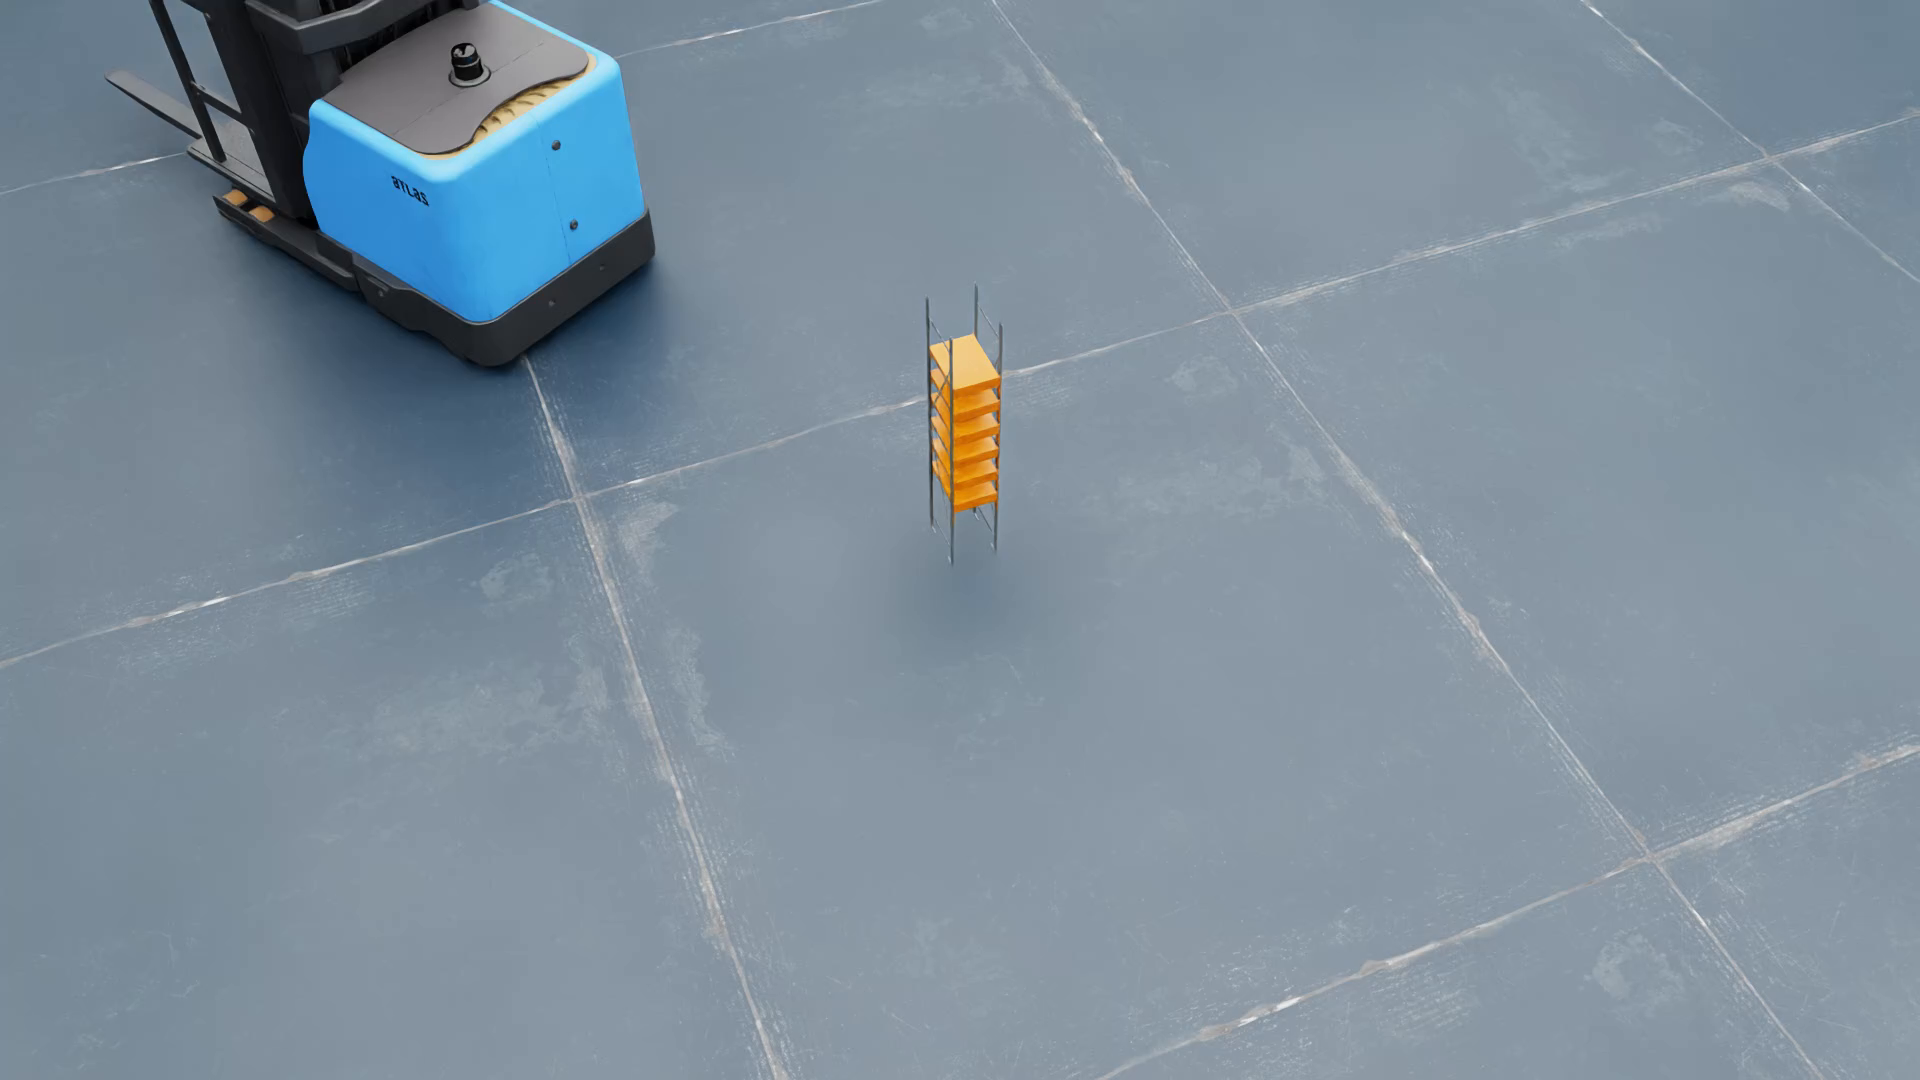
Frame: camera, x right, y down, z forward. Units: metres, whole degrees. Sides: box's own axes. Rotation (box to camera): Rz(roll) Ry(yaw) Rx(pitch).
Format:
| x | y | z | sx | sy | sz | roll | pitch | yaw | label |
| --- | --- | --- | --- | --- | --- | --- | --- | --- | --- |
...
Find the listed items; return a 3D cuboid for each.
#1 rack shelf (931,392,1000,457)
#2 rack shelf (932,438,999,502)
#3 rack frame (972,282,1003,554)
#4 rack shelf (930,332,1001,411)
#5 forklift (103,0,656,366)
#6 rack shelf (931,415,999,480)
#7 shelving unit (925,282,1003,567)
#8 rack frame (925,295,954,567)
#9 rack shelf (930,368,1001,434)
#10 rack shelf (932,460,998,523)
| x | y | z | sx | sy | sz | roll | pitch | yaw | label |
| --- | --- | --- | --- | --- | --- | --- | --- | --- | --- |
| 0.013 | -0.444 | 6.082 | 0.180 | 0.103 | 0.258 | -17 | 52 | -14 | rack shelf |
| 0.013 | -0.288 | 6.264 | 0.180 | 0.103 | 0.258 | -17 | 52 | -14 | rack shelf |
| 0.098 | -0.421 | 6.162 | 0.006 | 1.200 | 0.240 | -17 | 52 | -14 | rack frame |
| 0.013 | -0.601 | 5.900 | 0.180 | 0.103 | 0.258 | -17 | 52 | -14 | rack shelf |
| -2.874 | -2.638 | 6.924 | 3.031 | 2.935 | 1.130 | 30 | 56 | 23 | forklift |
| 0.013 | -0.366 | 6.173 | 0.180 | 0.103 | 0.258 | -17 | 52 | -14 | rack shelf |
| 0.013 | -0.395 | 6.139 | 0.189 | 1.200 | 0.258 | -17 | 52 | -14 | shelving unit |
| -0.071 | -0.369 | 6.117 | 0.006 | 1.200 | 0.240 | -17 | 52 | -14 | rack frame |
| 0.013 | -0.522 | 5.991 | 0.180 | 0.103 | 0.258 | -17 | 52 | -14 | rack shelf |
| 0.013 | -0.210 | 6.355 | 0.180 | 0.103 | 0.258 | -17 | 52 | -14 | rack shelf |
